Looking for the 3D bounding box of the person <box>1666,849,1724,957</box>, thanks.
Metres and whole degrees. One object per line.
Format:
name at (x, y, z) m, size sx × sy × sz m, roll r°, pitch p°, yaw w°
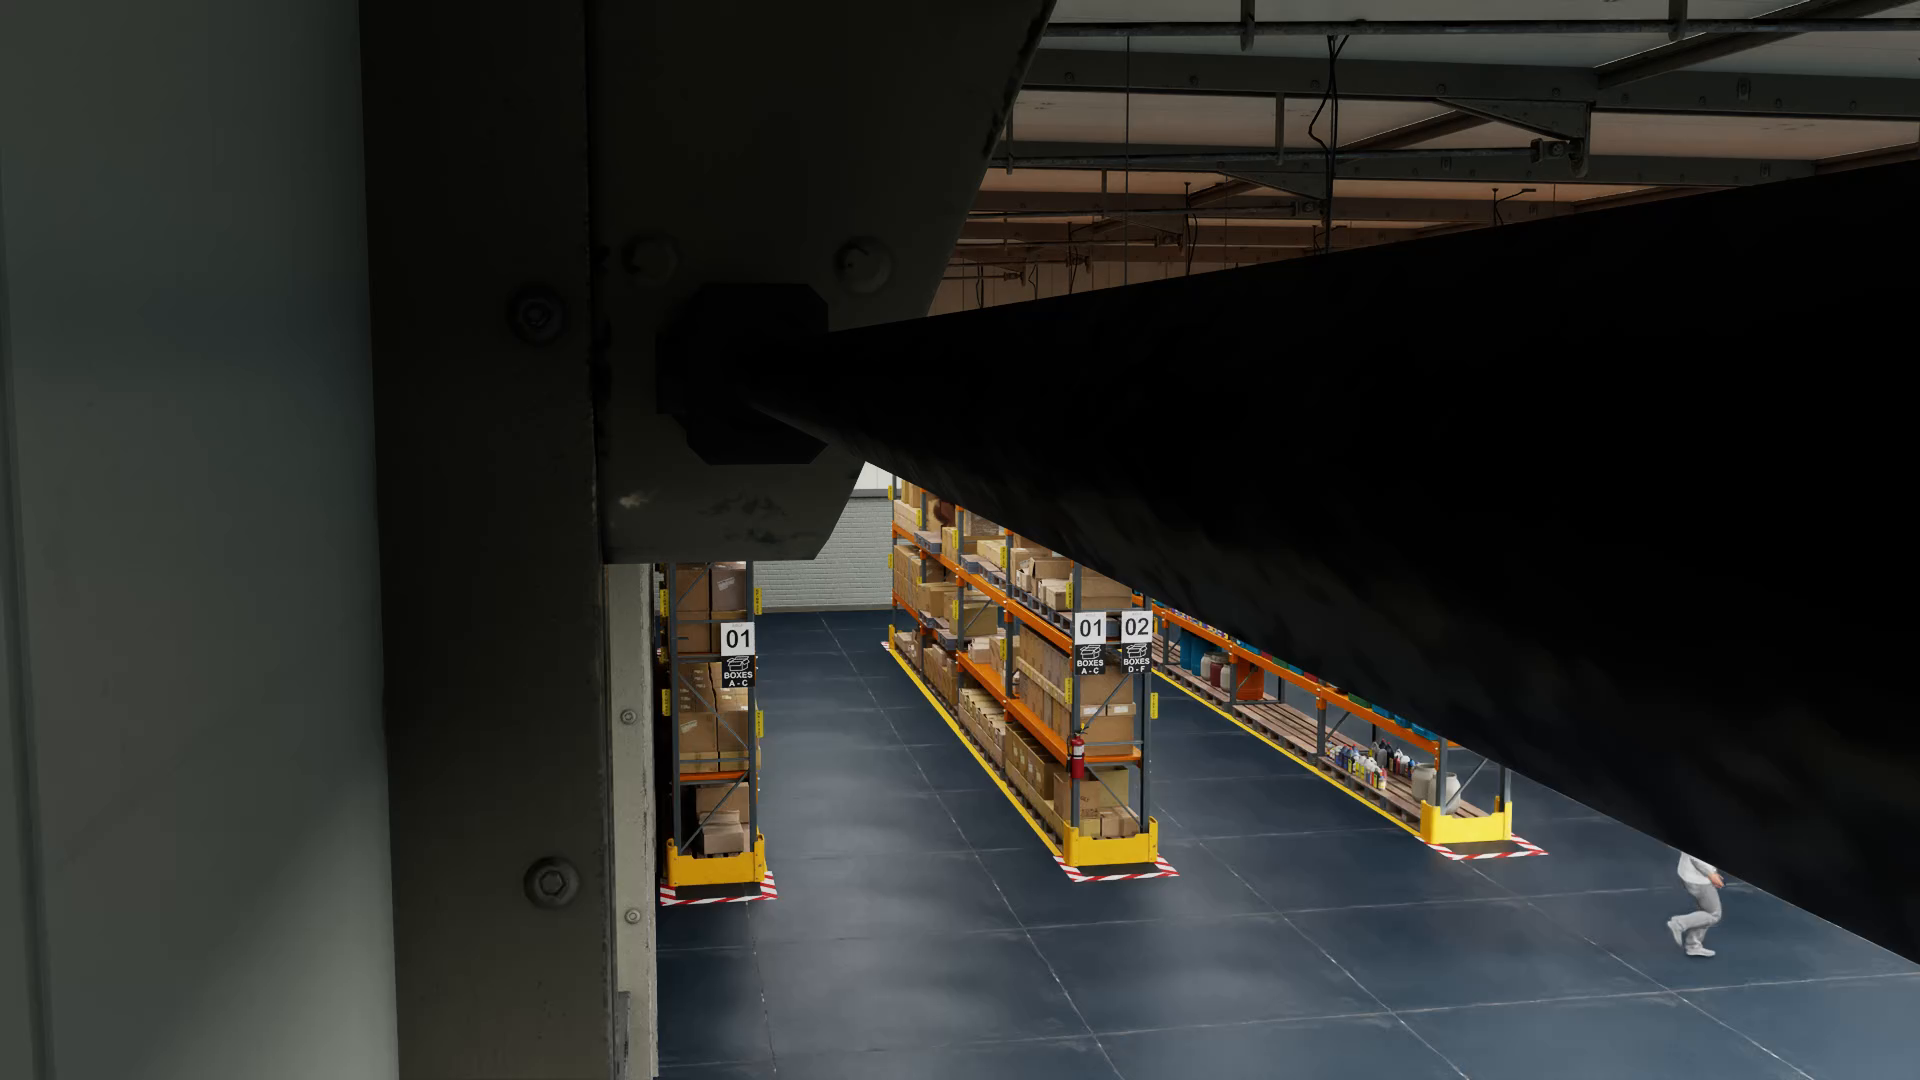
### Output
person at (7.788, 3.575, 17.645) m, size 0.586 × 1.729 × 0.659 m, roll 0°, pitch 6°, yaw 4°
